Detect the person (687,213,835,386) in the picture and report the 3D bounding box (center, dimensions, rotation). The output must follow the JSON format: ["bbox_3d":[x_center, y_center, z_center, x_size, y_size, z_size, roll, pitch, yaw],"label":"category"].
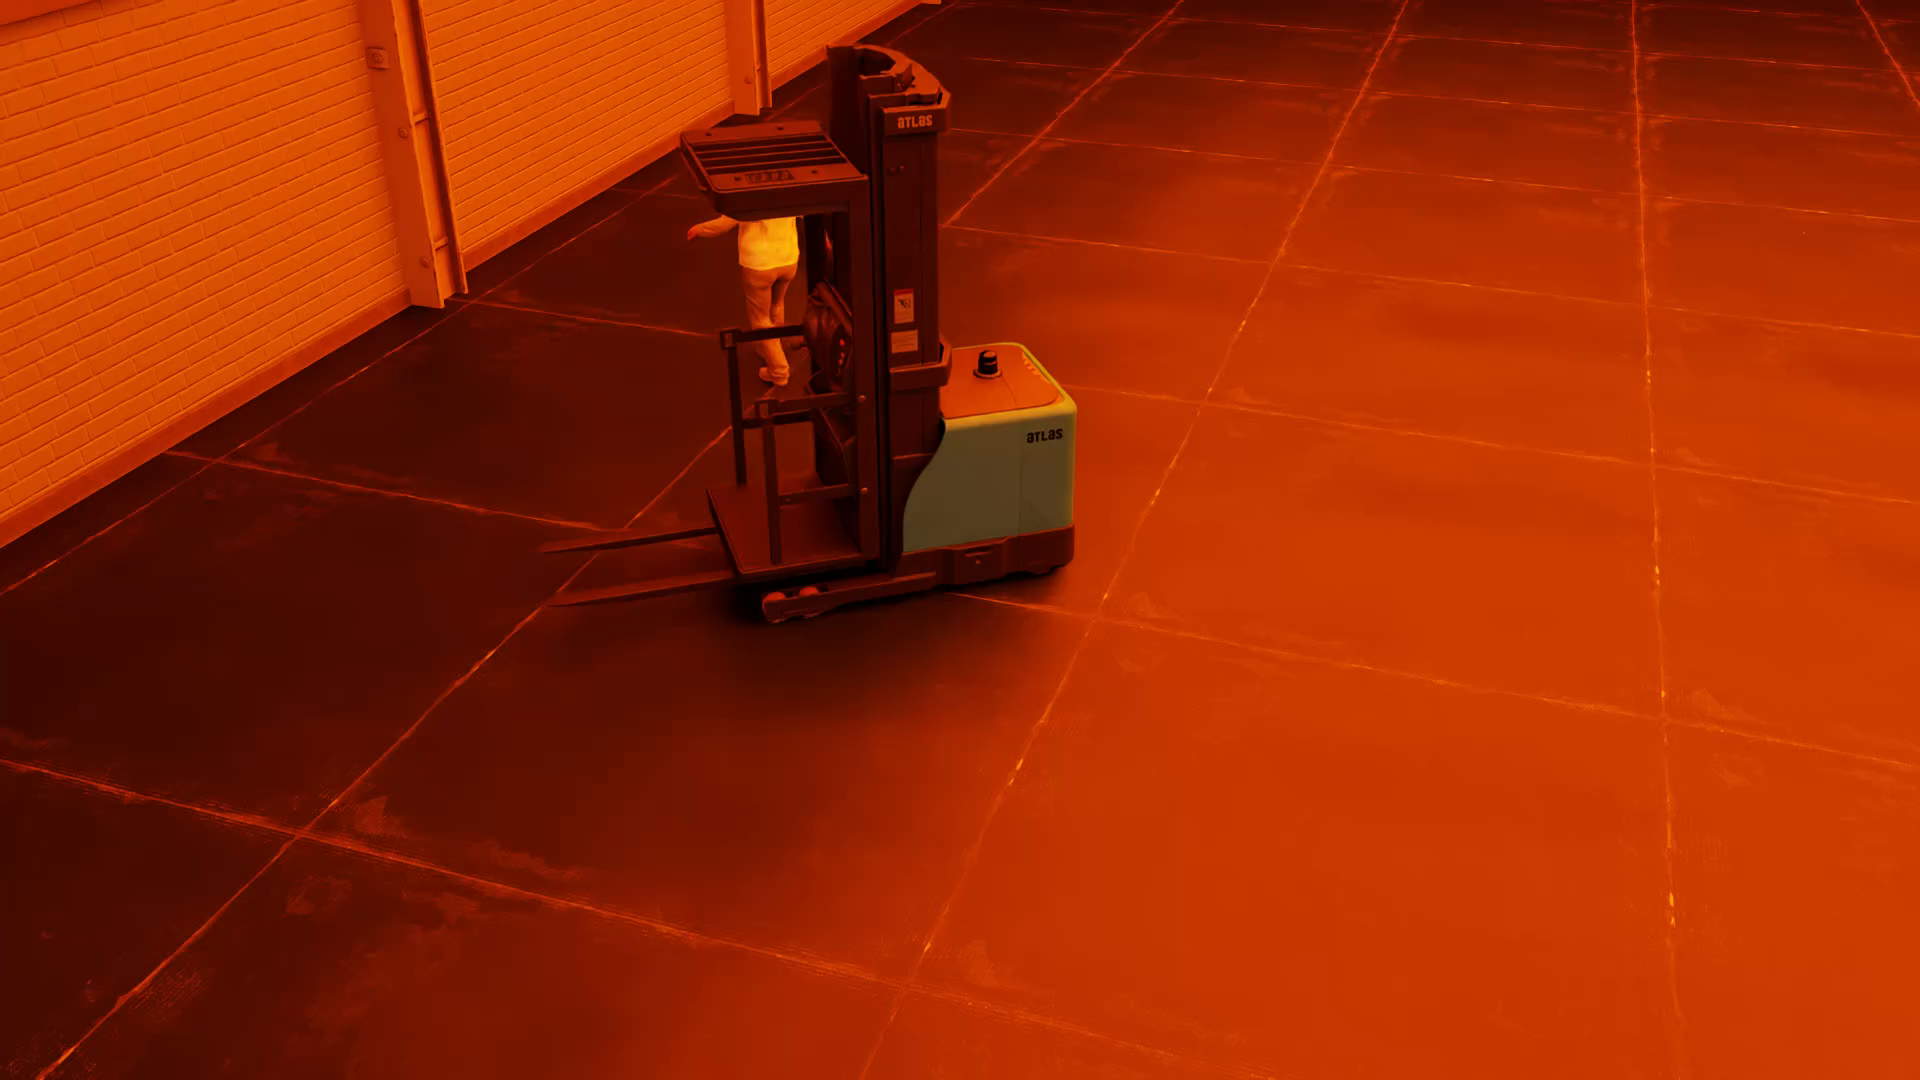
[{"bbox_3d":[-1.383,-2.023,11.911,0.967,1.764,0.721,-21,36,-32],"label":"person"}]

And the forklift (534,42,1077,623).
[{"bbox_3d":[-0.905,-1.105,9.074,3.031,2.935,1.130,-9,31,-15],"label":"forklift"}]
